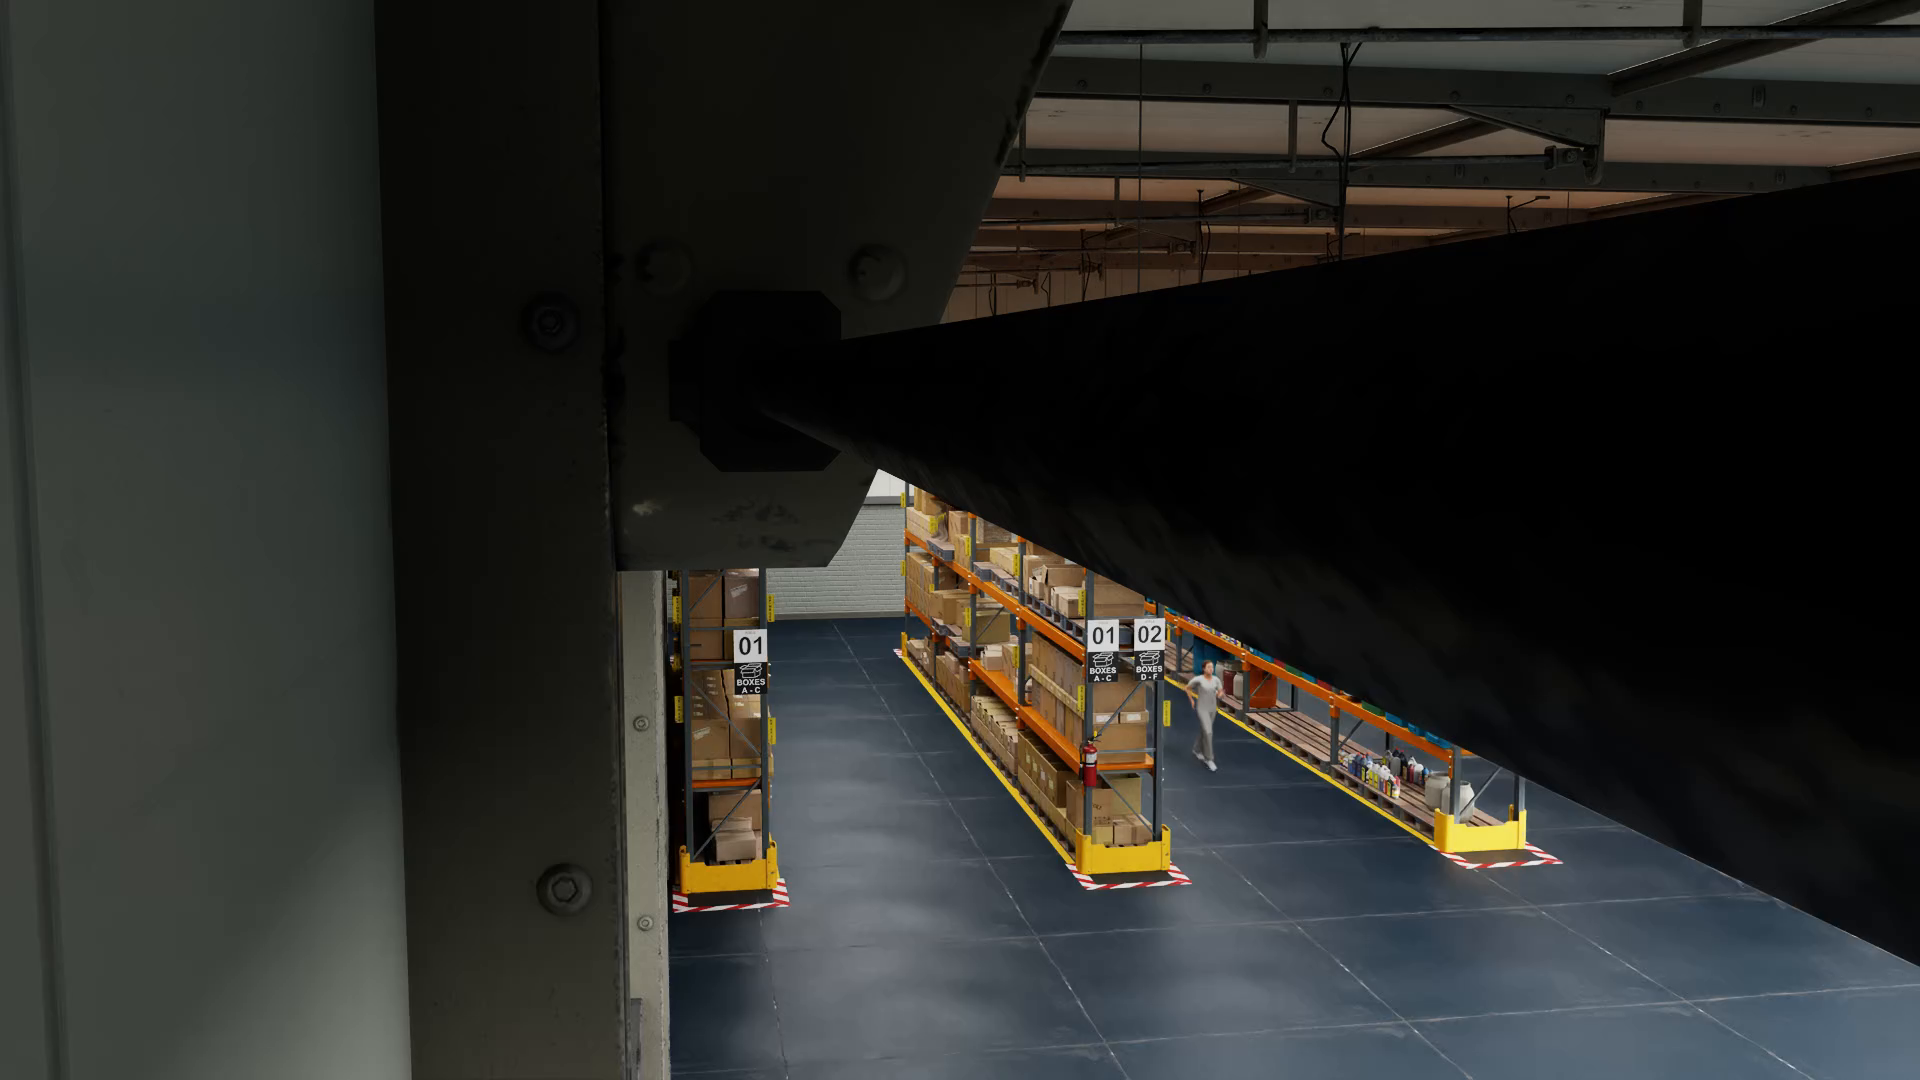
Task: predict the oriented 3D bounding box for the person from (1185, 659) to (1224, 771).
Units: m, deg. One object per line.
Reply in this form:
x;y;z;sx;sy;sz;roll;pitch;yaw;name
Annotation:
3.923;2.741;26.441;0.555;1.704;0.806;-3;7;-25;person
